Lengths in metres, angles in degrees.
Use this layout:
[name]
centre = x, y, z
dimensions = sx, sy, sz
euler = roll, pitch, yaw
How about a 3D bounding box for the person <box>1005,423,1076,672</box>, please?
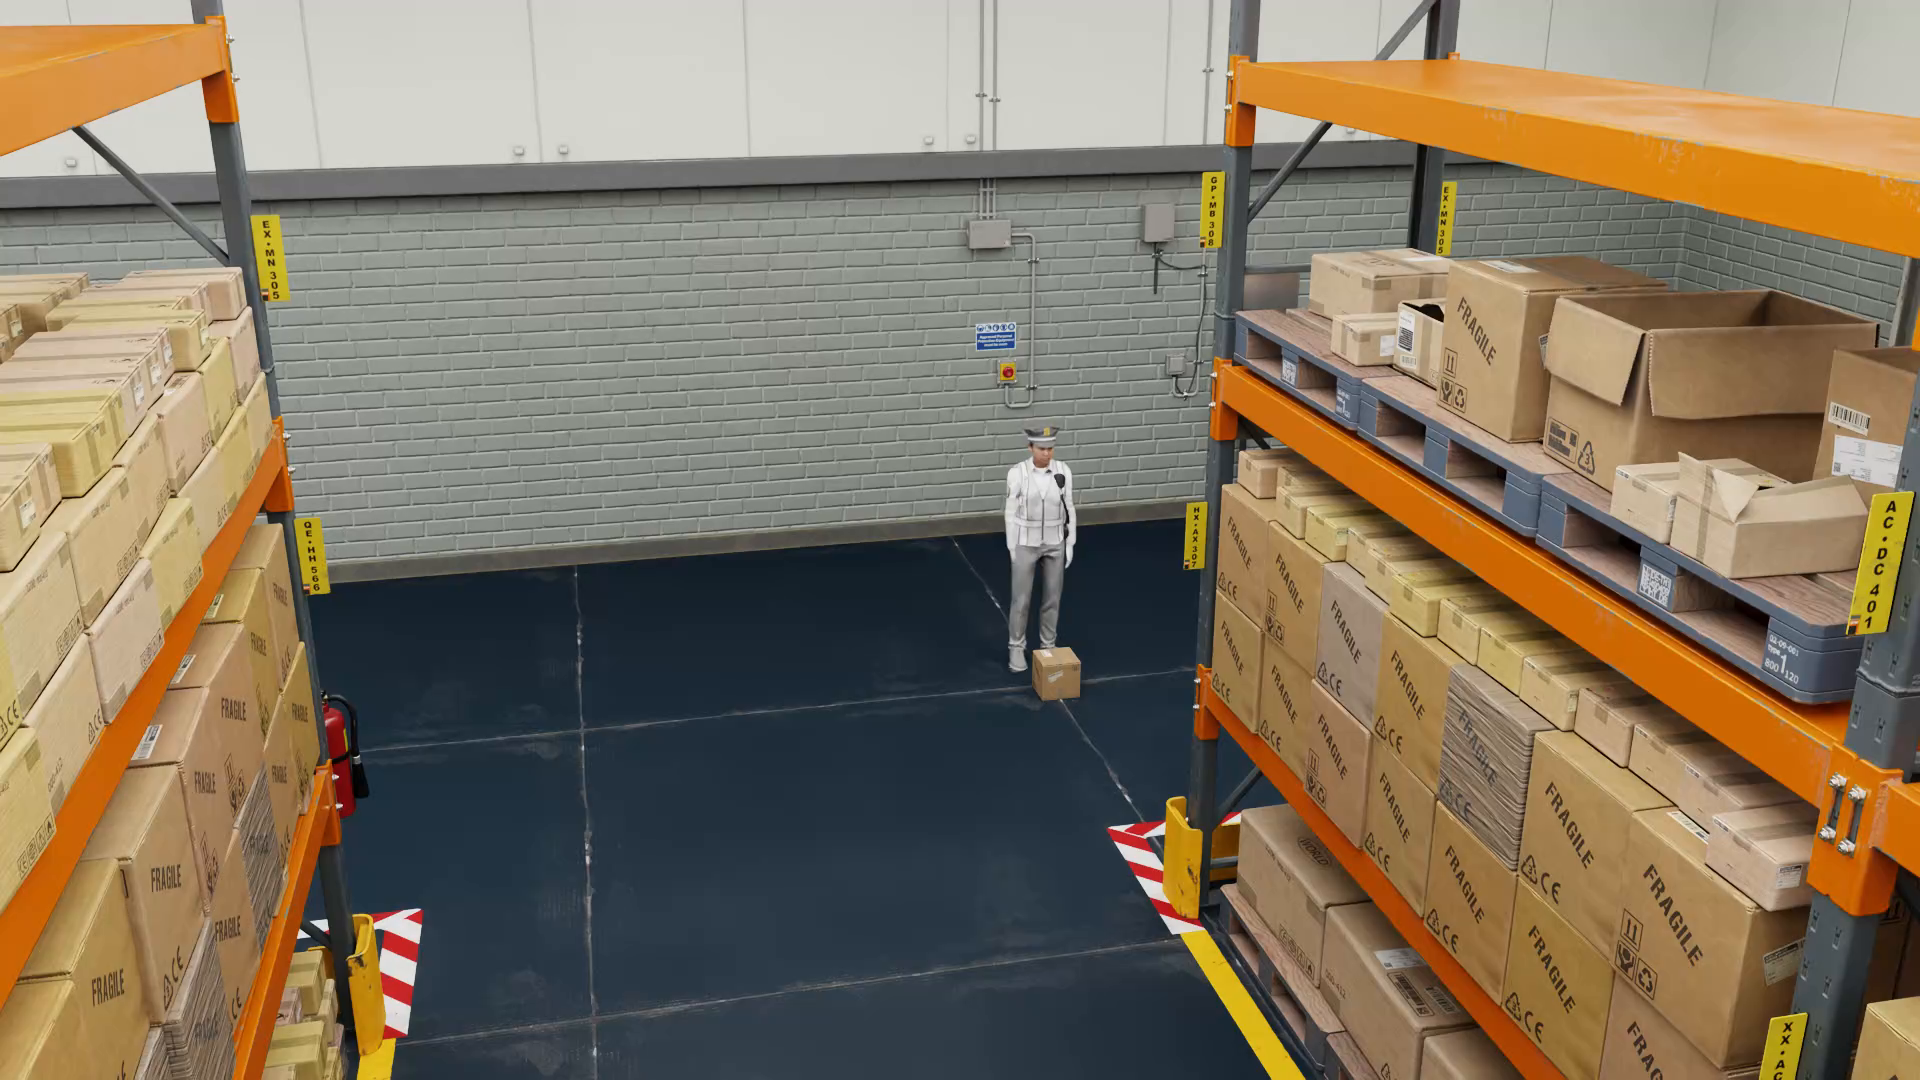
[person]
centre = 0.533, 0.041, 10.941
dimensions = 0.470, 1.678, 0.334
euler = -4, 20, -11
